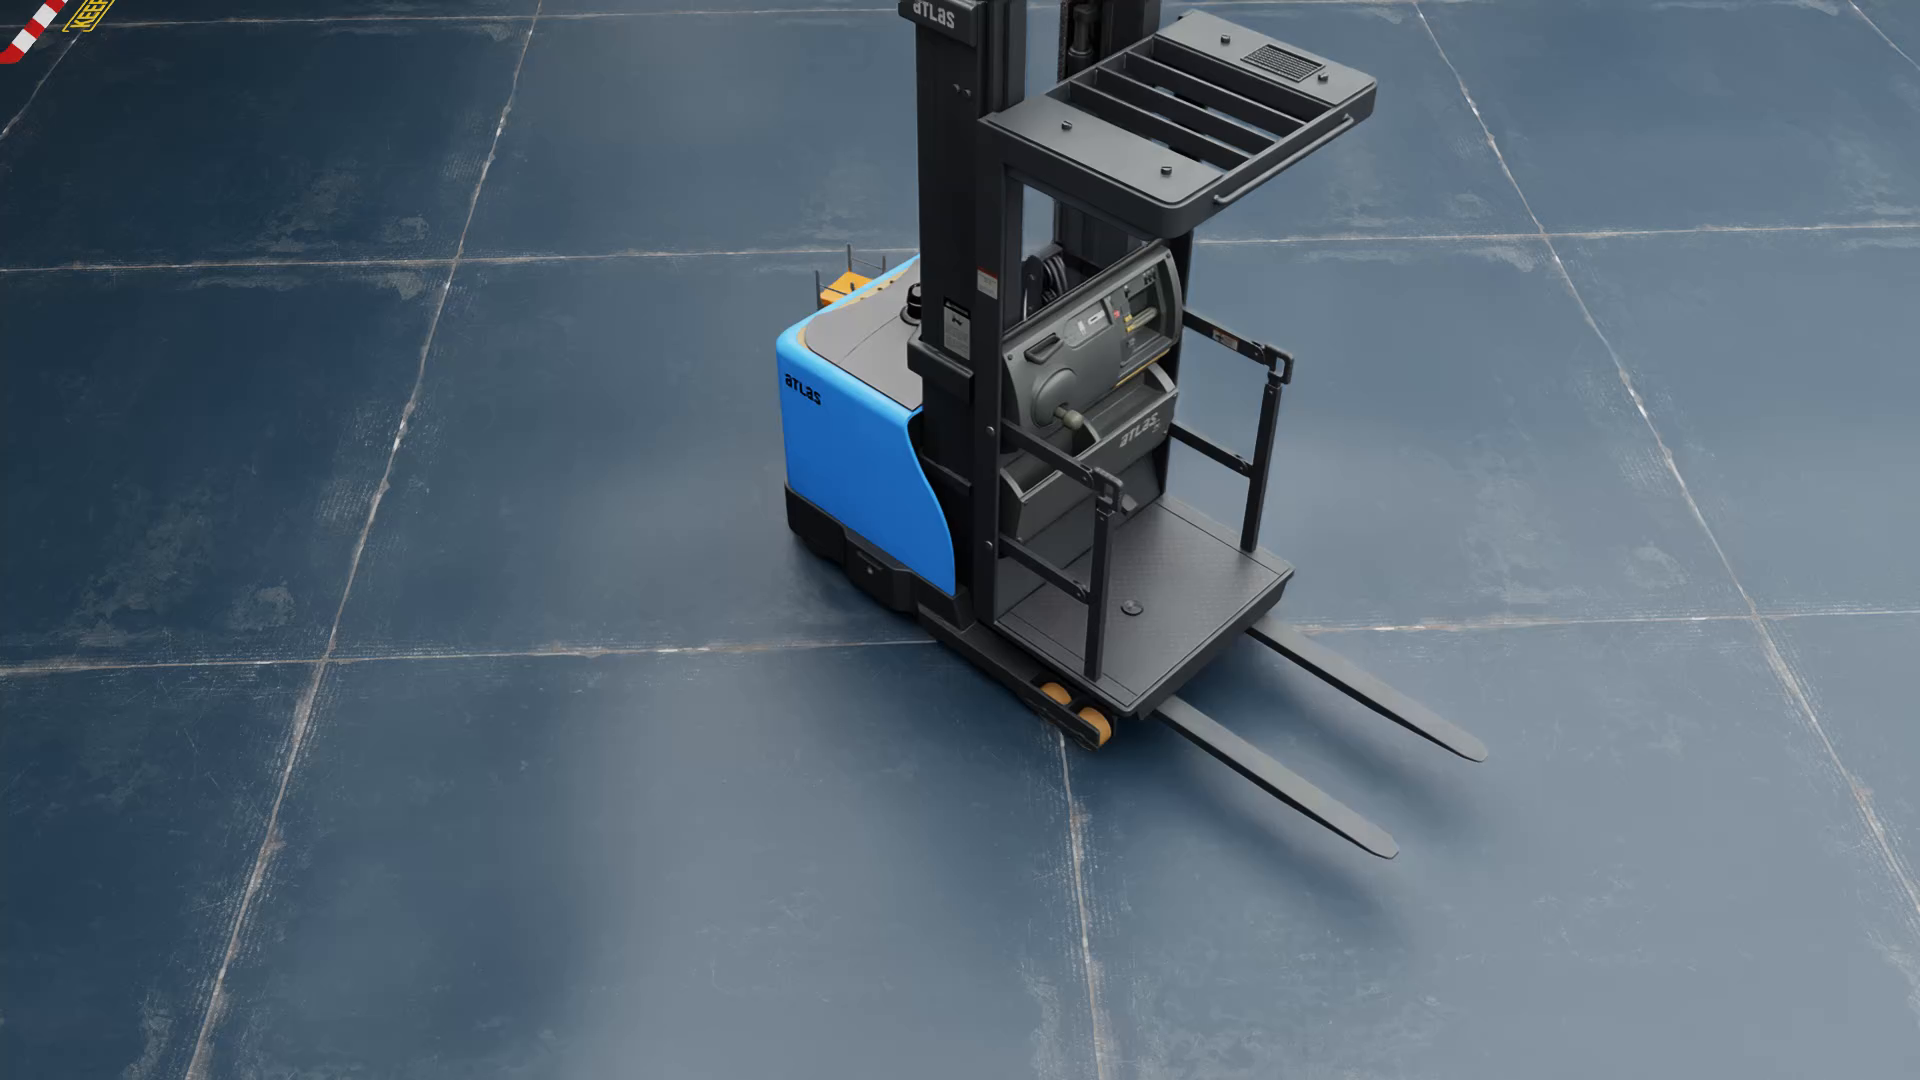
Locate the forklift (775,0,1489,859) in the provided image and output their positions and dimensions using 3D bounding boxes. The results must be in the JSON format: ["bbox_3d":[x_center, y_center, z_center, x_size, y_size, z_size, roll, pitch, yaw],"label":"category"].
[{"bbox_3d":[0.650,-0.662,5.953,3.031,2.935,1.130,33,52,31],"label":"forklift"}]

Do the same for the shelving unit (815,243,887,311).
[{"bbox_3d":[-0.470,-0.803,7.499,0.215,1.050,0.252,22,47,23],"label":"shelving unit"}]

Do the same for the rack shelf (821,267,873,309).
[{"bbox_3d":[-0.470,-1.004,7.314,0.215,0.259,0.240,22,47,23],"label":"rack shelf"}]

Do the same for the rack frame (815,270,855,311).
[{"bbox_3d":[-0.533,-0.733,7.422,0.200,1.050,0.008,22,47,23],"label":"rack frame"}]

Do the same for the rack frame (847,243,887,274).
[{"bbox_3d":[-0.407,-0.873,7.575,0.200,1.050,0.008,22,47,23],"label":"rack frame"}]
